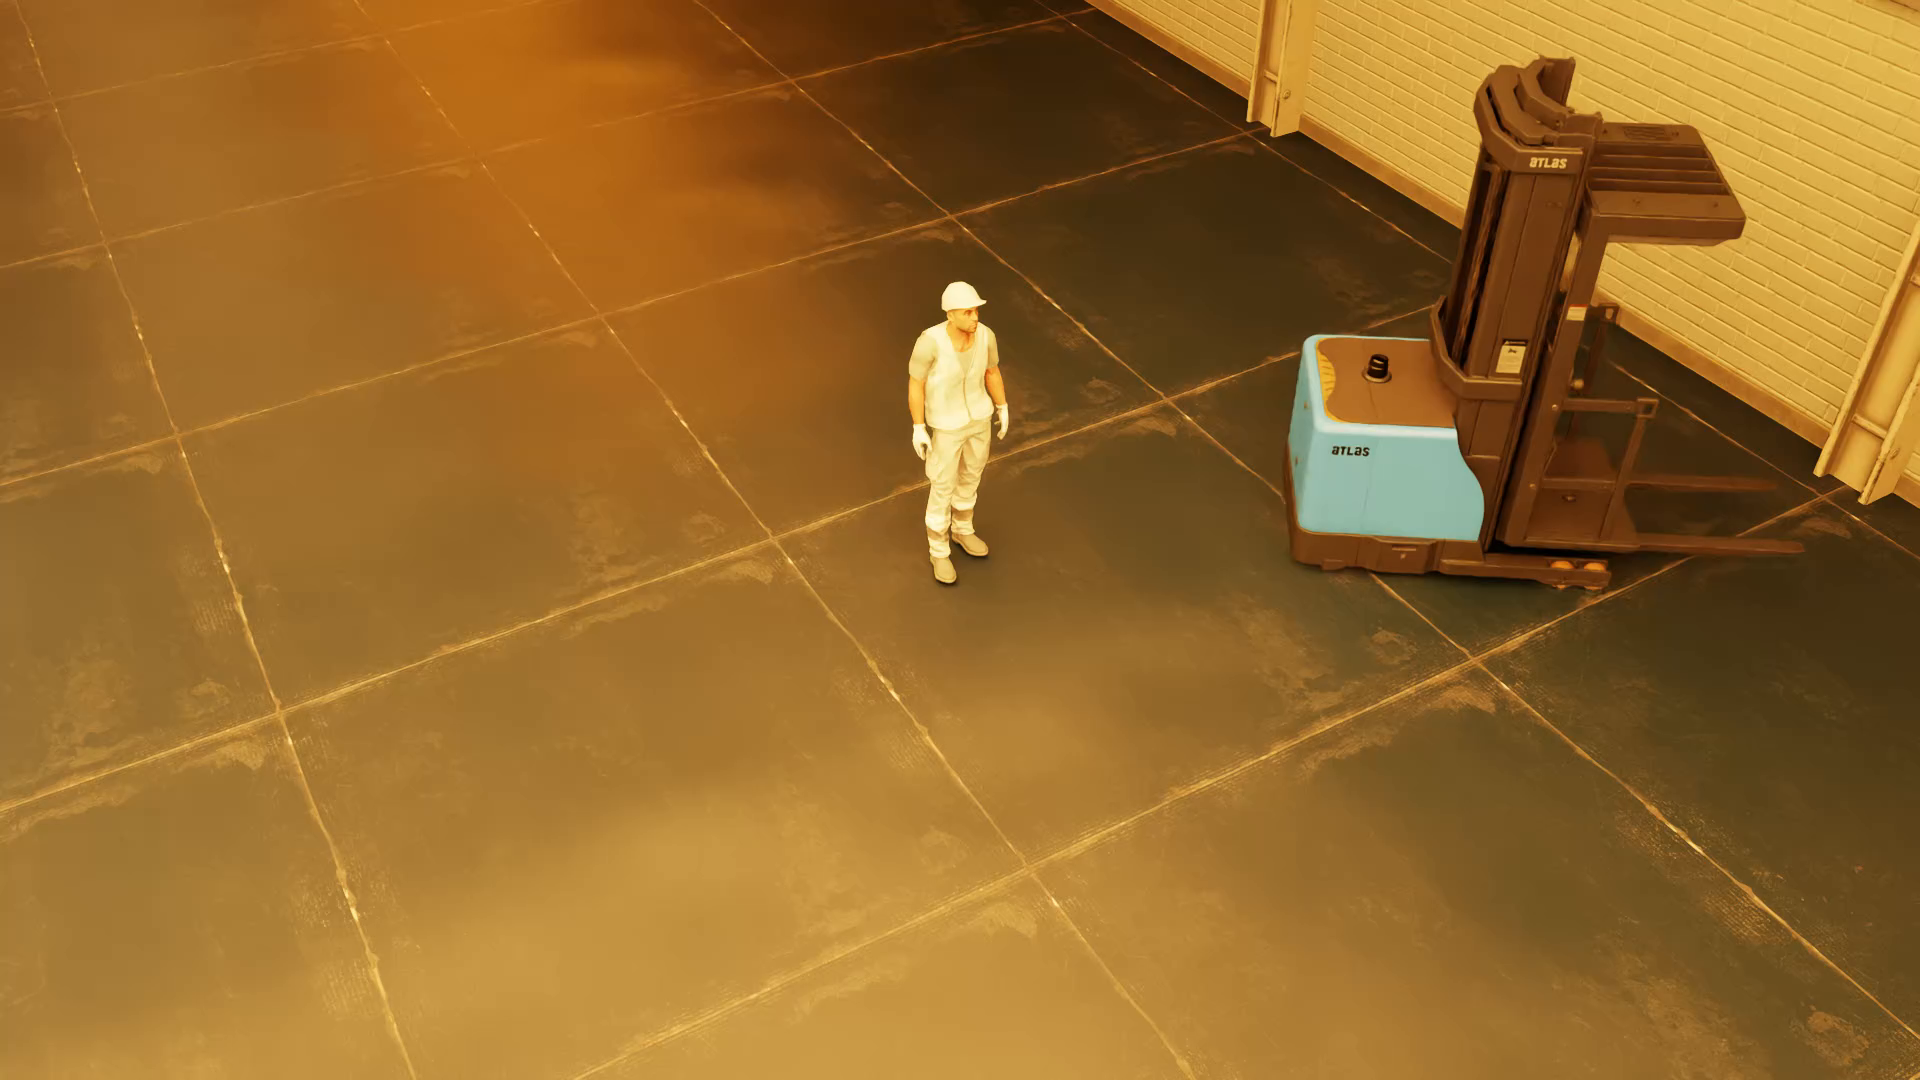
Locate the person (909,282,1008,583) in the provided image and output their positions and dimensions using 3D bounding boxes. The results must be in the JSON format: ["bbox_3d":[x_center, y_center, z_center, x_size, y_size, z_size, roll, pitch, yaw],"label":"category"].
[{"bbox_3d":[0.029,-0.646,9.698,0.637,1.787,0.564,-20,44,-23],"label":"person"}]

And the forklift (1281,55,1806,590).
[{"bbox_3d":[3.557,-1.184,9.464,3.031,2.935,1.130,3,40,4],"label":"forklift"}]
